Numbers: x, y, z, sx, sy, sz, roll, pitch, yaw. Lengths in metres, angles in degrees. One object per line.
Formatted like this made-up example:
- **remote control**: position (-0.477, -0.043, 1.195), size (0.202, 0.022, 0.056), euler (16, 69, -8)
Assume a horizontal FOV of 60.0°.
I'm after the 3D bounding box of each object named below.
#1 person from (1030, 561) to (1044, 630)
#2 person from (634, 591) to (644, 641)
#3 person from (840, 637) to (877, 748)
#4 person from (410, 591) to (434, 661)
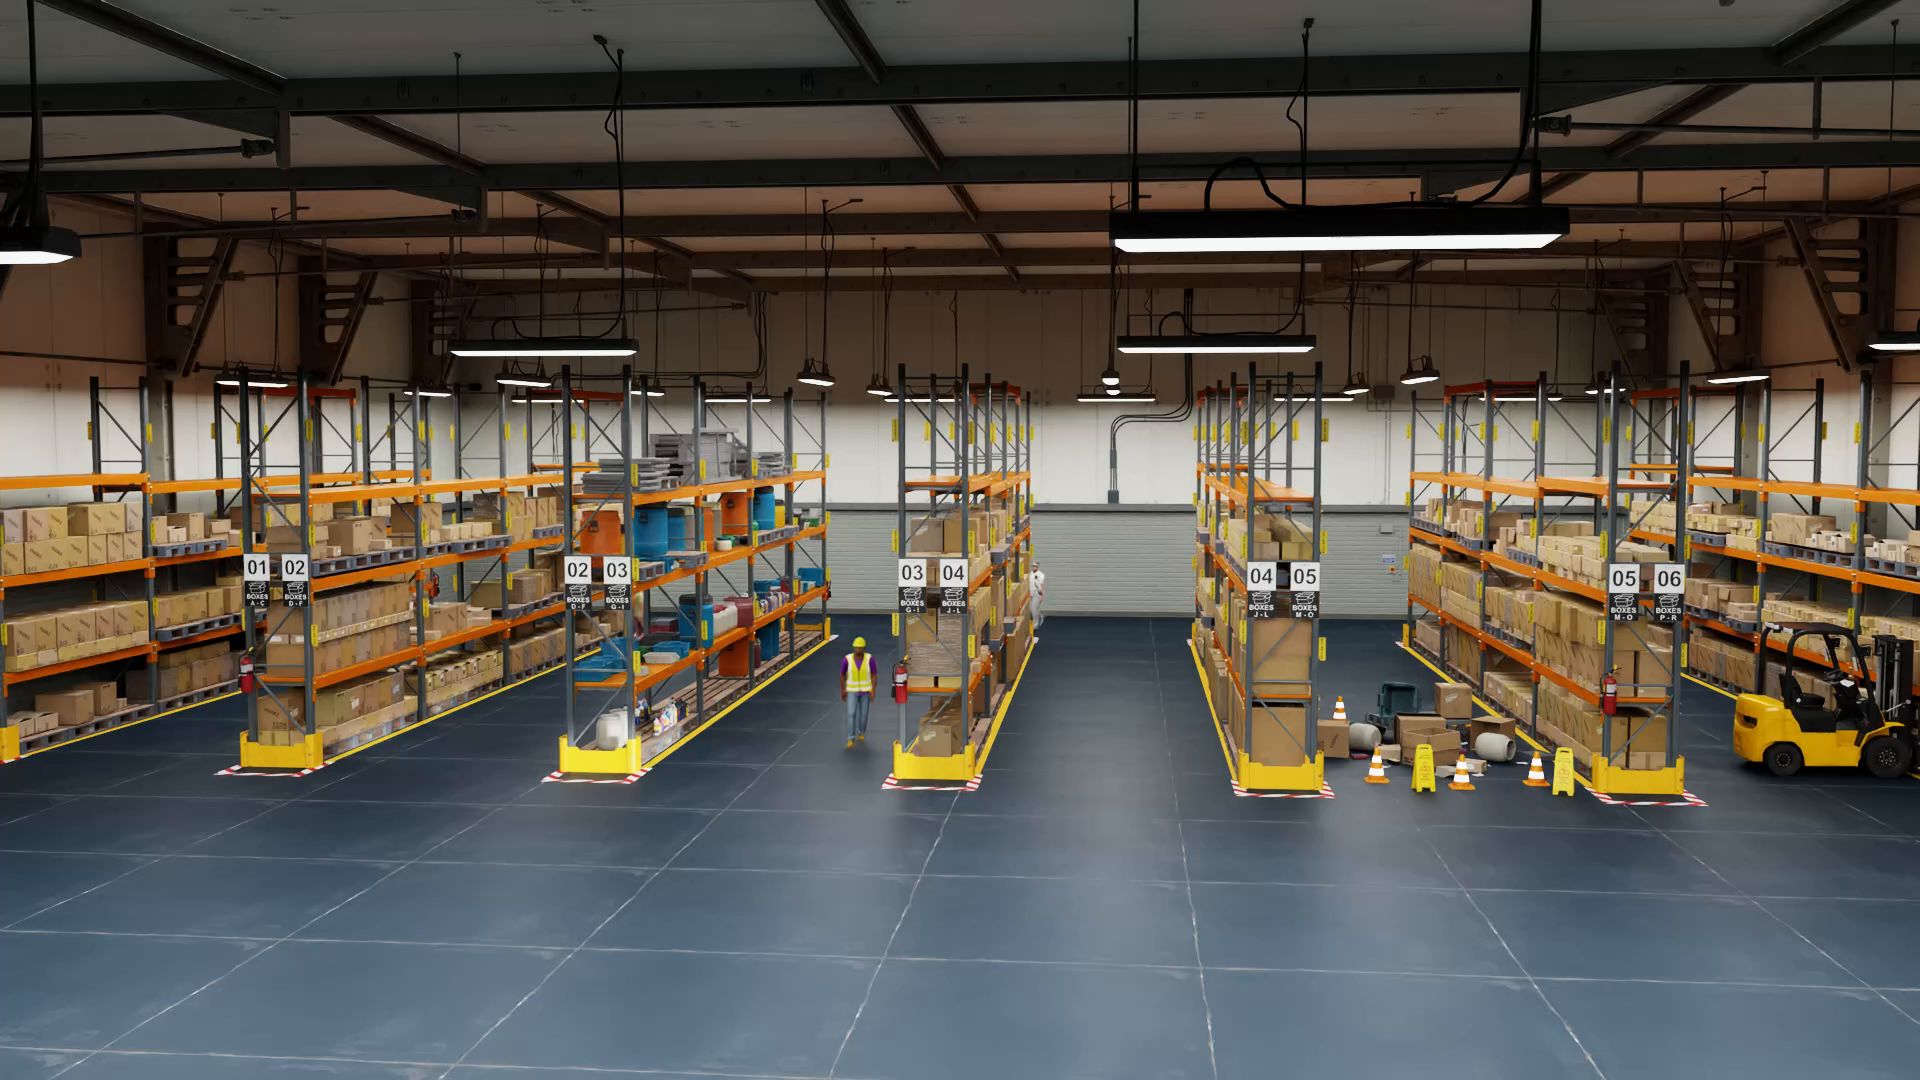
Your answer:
- **person**: position (1.943, 1.387, 42.371), size (0.636, 1.751, 0.540), euler (-3, 5, -37)
- **person**: position (-7.261, 1.756, 37.585), size (0.473, 1.673, 0.474), euler (-3, 5, -38)
- **person**: position (-1.609, 2.414, 26.547), size (0.584, 1.709, 0.989), euler (-1, 4, -10)
- **person**: position (-11.403, 1.908, 35.191), size (0.688, 1.699, 0.683), euler (1, 4, 11)
